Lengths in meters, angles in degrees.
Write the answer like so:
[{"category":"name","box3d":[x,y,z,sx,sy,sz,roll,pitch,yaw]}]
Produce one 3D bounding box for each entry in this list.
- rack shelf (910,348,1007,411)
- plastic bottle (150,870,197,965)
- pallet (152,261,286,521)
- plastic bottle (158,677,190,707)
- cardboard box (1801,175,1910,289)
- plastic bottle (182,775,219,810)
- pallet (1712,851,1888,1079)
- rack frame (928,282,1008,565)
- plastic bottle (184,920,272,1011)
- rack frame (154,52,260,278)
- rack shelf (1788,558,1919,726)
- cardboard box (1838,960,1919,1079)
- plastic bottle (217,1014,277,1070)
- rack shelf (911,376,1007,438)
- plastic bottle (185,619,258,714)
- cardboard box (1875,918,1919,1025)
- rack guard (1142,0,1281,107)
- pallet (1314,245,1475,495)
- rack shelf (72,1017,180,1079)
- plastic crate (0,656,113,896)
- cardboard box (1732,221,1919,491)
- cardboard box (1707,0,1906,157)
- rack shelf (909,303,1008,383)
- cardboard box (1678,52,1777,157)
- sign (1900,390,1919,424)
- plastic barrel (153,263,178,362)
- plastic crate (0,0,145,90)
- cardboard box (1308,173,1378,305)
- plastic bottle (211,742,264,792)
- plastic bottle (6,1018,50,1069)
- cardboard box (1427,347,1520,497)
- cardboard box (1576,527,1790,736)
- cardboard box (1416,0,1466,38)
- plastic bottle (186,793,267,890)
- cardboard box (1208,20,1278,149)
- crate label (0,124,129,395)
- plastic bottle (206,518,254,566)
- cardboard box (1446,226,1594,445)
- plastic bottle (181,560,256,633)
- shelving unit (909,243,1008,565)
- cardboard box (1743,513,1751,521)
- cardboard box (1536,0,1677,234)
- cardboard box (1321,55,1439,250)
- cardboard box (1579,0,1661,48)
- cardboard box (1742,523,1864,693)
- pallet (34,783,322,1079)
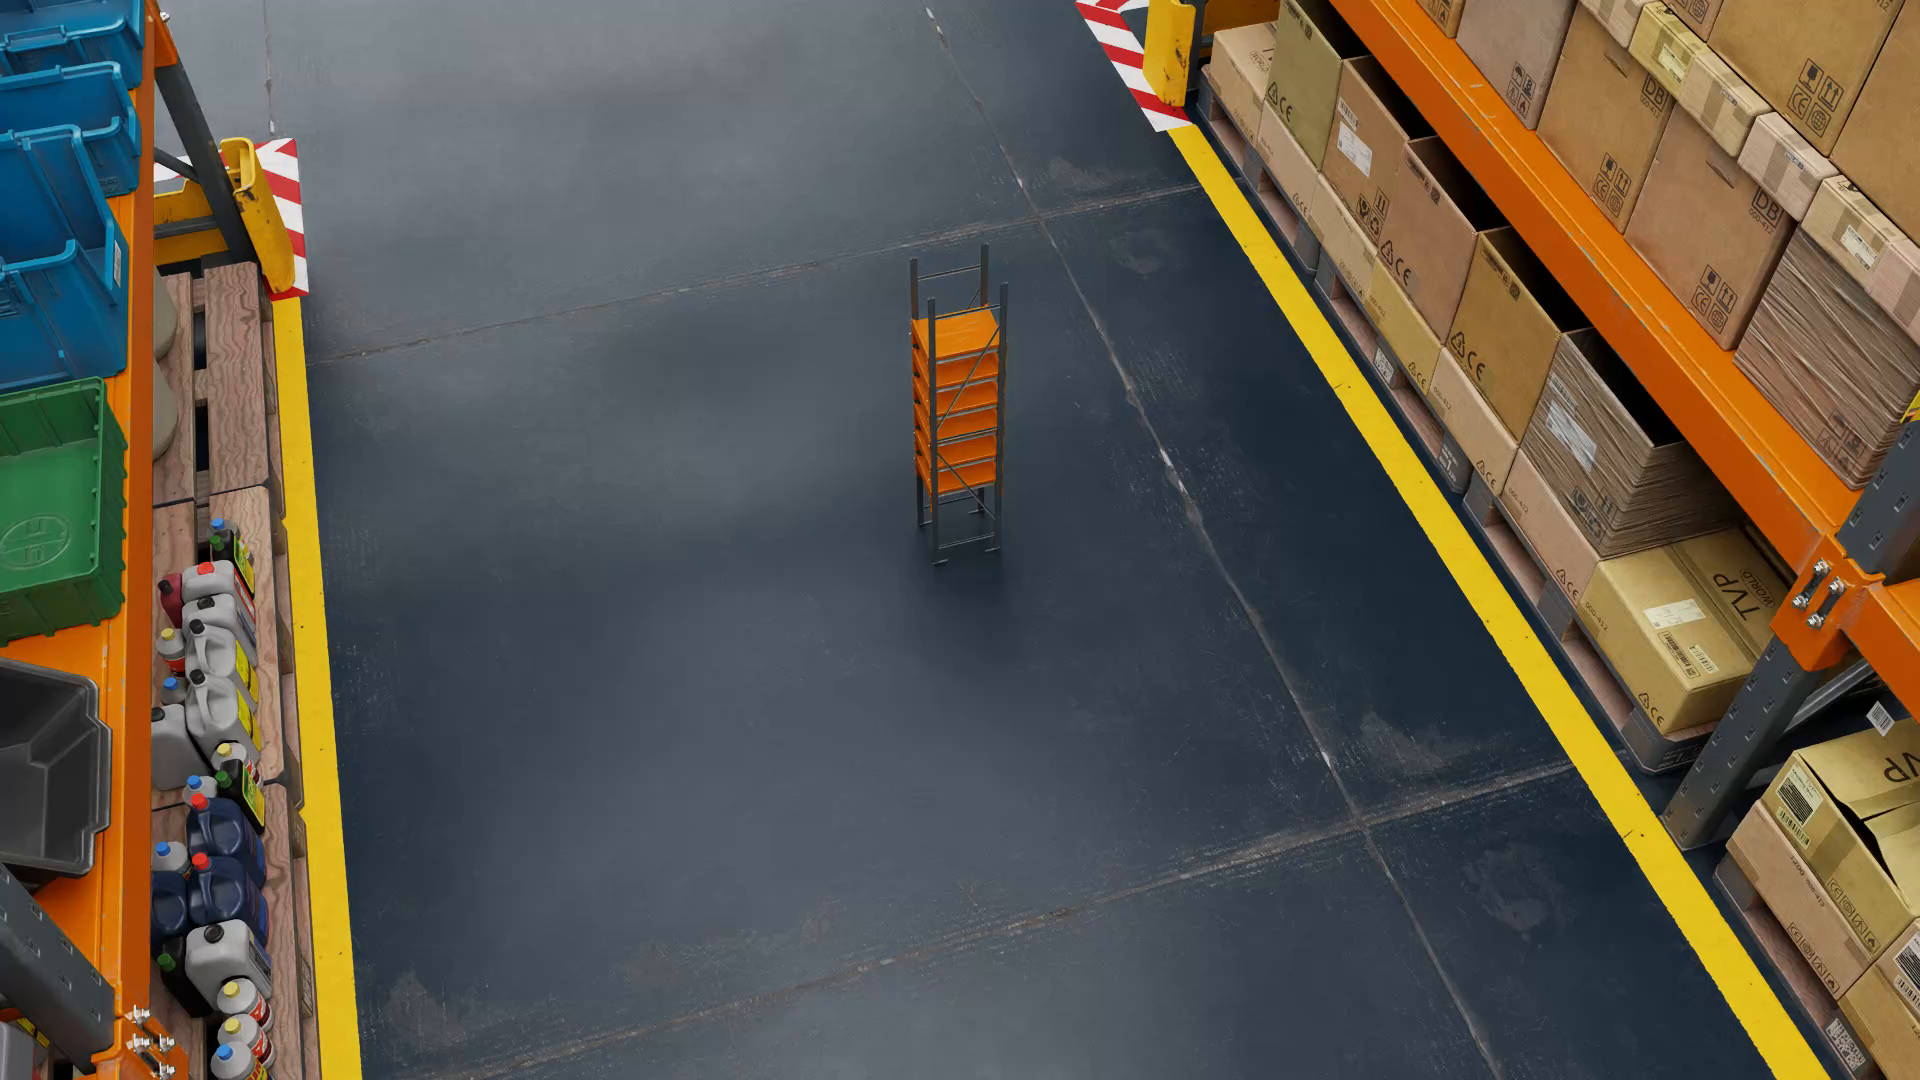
[{"category":"rack shelf","box3d":[-0.004,-0.523,5.151,0.258,0.103,0.180,-13,51,-11]},{"category":"plastic bottle","box3d":[-2.103,0.988,4.400,0.144,0.351,0.185,-13,51,-11]},{"category":"pallet","box3d":[-3.003,-0.456,5.997,1.003,0.211,1.213,-13,51,-11]},{"category":"plastic bottle","box3d":[-2.304,0.479,4.927,0.097,0.201,0.097,0,50,0]},{"category":"cardboard box","box3d":[2.254,-0.763,3.941,0.380,0.149,0.250,-14,51,-12]},{"category":"plastic bottle","box3d":[-2.100,0.744,4.657,0.097,0.271,0.097,0,50,0]},{"category":"pallet","box3d":[2.865,1.238,4.568,1.003,0.211,1.213,-13,51,-11]},{"category":"rack frame","box3d":[0.023,-0.330,5.244,0.240,1.200,0.006,-13,51,-11]},{"category":"plastic bottle","box3d":[-1.920,1.101,4.353,0.152,0.276,0.135,-12,51,-10]},{"category":"rack frame","box3d":[-3.306,-1.994,5.469,1.000,3.000,0.127,-13,51,-11]},{"category":"rack shelf","box3d":[3.201,1.502,2.992,1.077,0.370,4.000,-13,51,-11]},{"category":"cardboard box","box3d":[2.642,1.285,4.229,0.500,0.250,0.500,-12,51,-10]},{"category":"plastic bottle","box3d":[-1.828,1.281,4.251,0.097,0.201,0.097,0,50,0]},{"category":"rack shelf","box3d":[-0.004,-0.446,5.242,0.258,0.103,0.180,-13,51,-11]},{"category":"plastic bottle","box3d":[-2.202,0.372,4.920,0.144,0.351,0.185,-11,51,-9]},{"category":"cardboard box","box3d":[2.637,1.105,4.014,0.500,0.311,0.500,-14,51,-11]},{"category":"rack guard","box3d":[1.420,-2.323,7.382,1.175,0.500,0.348,-13,51,-11]},{"category":"pallet","box3d":[2.050,-0.774,6.265,1.003,0.211,1.213,-13,51,-11]},{"category":"rack shelf","box3d":[-1.531,2.620,2.050,1.077,0.370,4.000,-13,51,-11]},{"category":"plastic crate","box3d":[-2.156,0.536,3.377,0.767,0.338,0.504,-13,51,-11]},{"category":"cardboard box","box3d":[2.473,-0.545,4.182,0.700,0.500,0.500,-15,51,-12]},{"category":"cardboard box","box3d":[2.322,-1.332,3.997,0.700,0.500,0.500,-13,51,-11]},{"category":"rack shelf","box3d":[-0.004,-0.601,5.059,0.258,0.103,0.180,-13,51,-11]},{"category":"cardboard box","box3d":[2.095,-1.145,4.264,0.380,0.149,0.250,-13,51,-11]},{"category":"sign","box3d":[2.080,-0.368,3.480,0.100,0.325,0.005,-13,51,-11]},{"category":"plastic barrel","box3d":[-3.038,-0.864,5.869,0.421,0.512,0.421,0,50,0]},{"category":"plastic crate","box3d":[-2.872,-1.649,5.275,0.499,0.251,0.616,-13,51,-11]},{"category":"cardboard box","box3d":[1.672,-1.189,6.314,0.500,0.250,0.500,-13,51,-11]},{"category":"plastic bottle","box3d":[-2.082,0.654,4.779,0.097,0.201,0.097,0,50,0]},{"category":"plastic bottle","box3d":[-2.451,1.201,4.220,0.144,0.351,0.185,-13,51,-11]},{"category":"cardboard box","box3d":[1.964,-0.458,5.698,0.500,0.250,0.500,-13,51,-11]},{"category":"cardboard box","box3d":[2.264,0.271,5.083,0.500,0.250,0.500,-13,51,-11]},{"category":"cardboard box","box3d":[1.854,-2.054,5.454,0.700,0.500,0.500,-13,51,-11]},{"category":"plastic bottle","box3d":[-2.021,0.818,4.543,0.144,0.351,0.185,-15,52,-13]},{"category":"cardboard box","box3d":[1.373,-1.919,6.929,0.500,0.250,0.500,-13,51,-11]},{"category":"crate label","box3d":[-2.503,-0.723,4.374,0.502,0.435,0.616,-13,51,-11]},{"category":"plastic bottle","box3d":[-2.344,0.008,5.324,0.097,0.201,0.097,0,50,0]},{"category":"cardboard box","box3d":[1.976,-0.702,5.414,0.500,0.500,0.500,-13,51,-11]},{"category":"plastic bottle","box3d":[-2.296,0.174,5.135,0.152,0.276,0.135,-13,51,-11]},{"category":"shelving unit","box3d":[-0.004,-0.397,5.300,0.258,1.200,0.189,-13,51,-11]},{"category":"cardboard box","box3d":[2.617,-0.454,5.204,0.500,0.500,0.500,-13,51,-11]},{"category":"cardboard box","box3d":[2.166,-1.296,4.815,0.700,0.500,0.500,-13,51,-10]},{"category":"cardboard box","box3d":[1.683,-1.433,6.030,0.500,0.500,0.500,-13,51,-11]},{"category":"cardboard box","box3d":[1.951,-1.509,4.571,0.380,0.149,0.250,-12,51,-10]},{"category":"cardboard box","box3d":[2.762,0.153,5.182,0.500,0.250,0.500,-13,51,-11]},{"category":"pallet","box3d":[-2.282,1.326,4.494,1.003,0.211,1.213,-13,51,-11]}]
